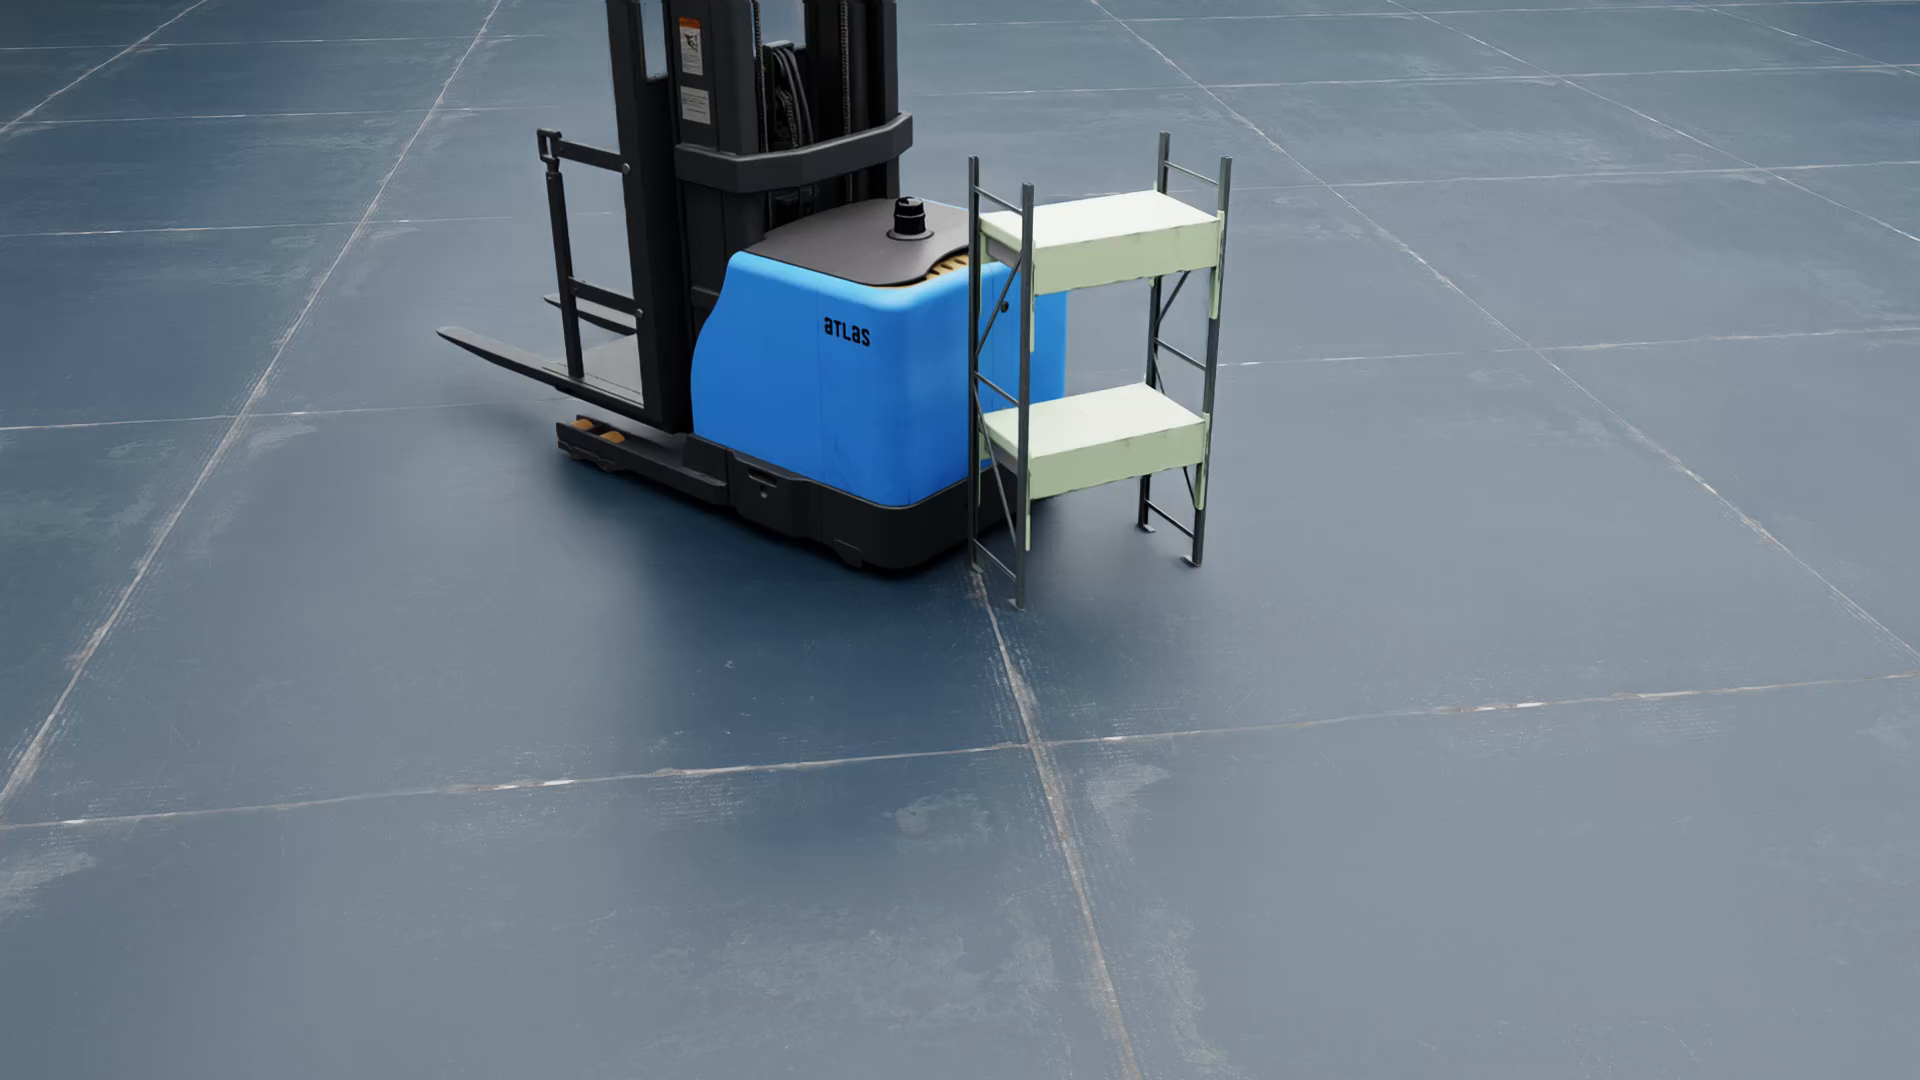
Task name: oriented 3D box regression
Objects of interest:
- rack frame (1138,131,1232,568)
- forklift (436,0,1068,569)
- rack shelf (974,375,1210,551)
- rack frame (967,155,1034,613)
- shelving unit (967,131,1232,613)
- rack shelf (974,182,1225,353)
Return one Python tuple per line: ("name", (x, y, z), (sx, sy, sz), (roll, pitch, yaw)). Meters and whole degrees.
("rack frame", (0.781, -0.649, 5.872), (0.023, 1.500, 0.400), (-13, 30, -24))
("forklift", (-1.037, -1.744, 6.438), (3.031, 2.935, 1.130), (21, 34, 35))
("rack shelf", (0.454, -0.284, 5.874), (0.720, 0.370, 0.431), (-13, 30, -24))
("rack frame", (0.127, -0.499, 5.579), (0.023, 1.500, 0.400), (-13, 30, -24))
("shelving unit", (0.454, -0.574, 5.725), (0.755, 1.500, 0.431), (-13, 30, -24))
("rack shelf", (0.454, -0.921, 5.547), (0.720, 0.370, 0.431), (-13, 30, -24))
